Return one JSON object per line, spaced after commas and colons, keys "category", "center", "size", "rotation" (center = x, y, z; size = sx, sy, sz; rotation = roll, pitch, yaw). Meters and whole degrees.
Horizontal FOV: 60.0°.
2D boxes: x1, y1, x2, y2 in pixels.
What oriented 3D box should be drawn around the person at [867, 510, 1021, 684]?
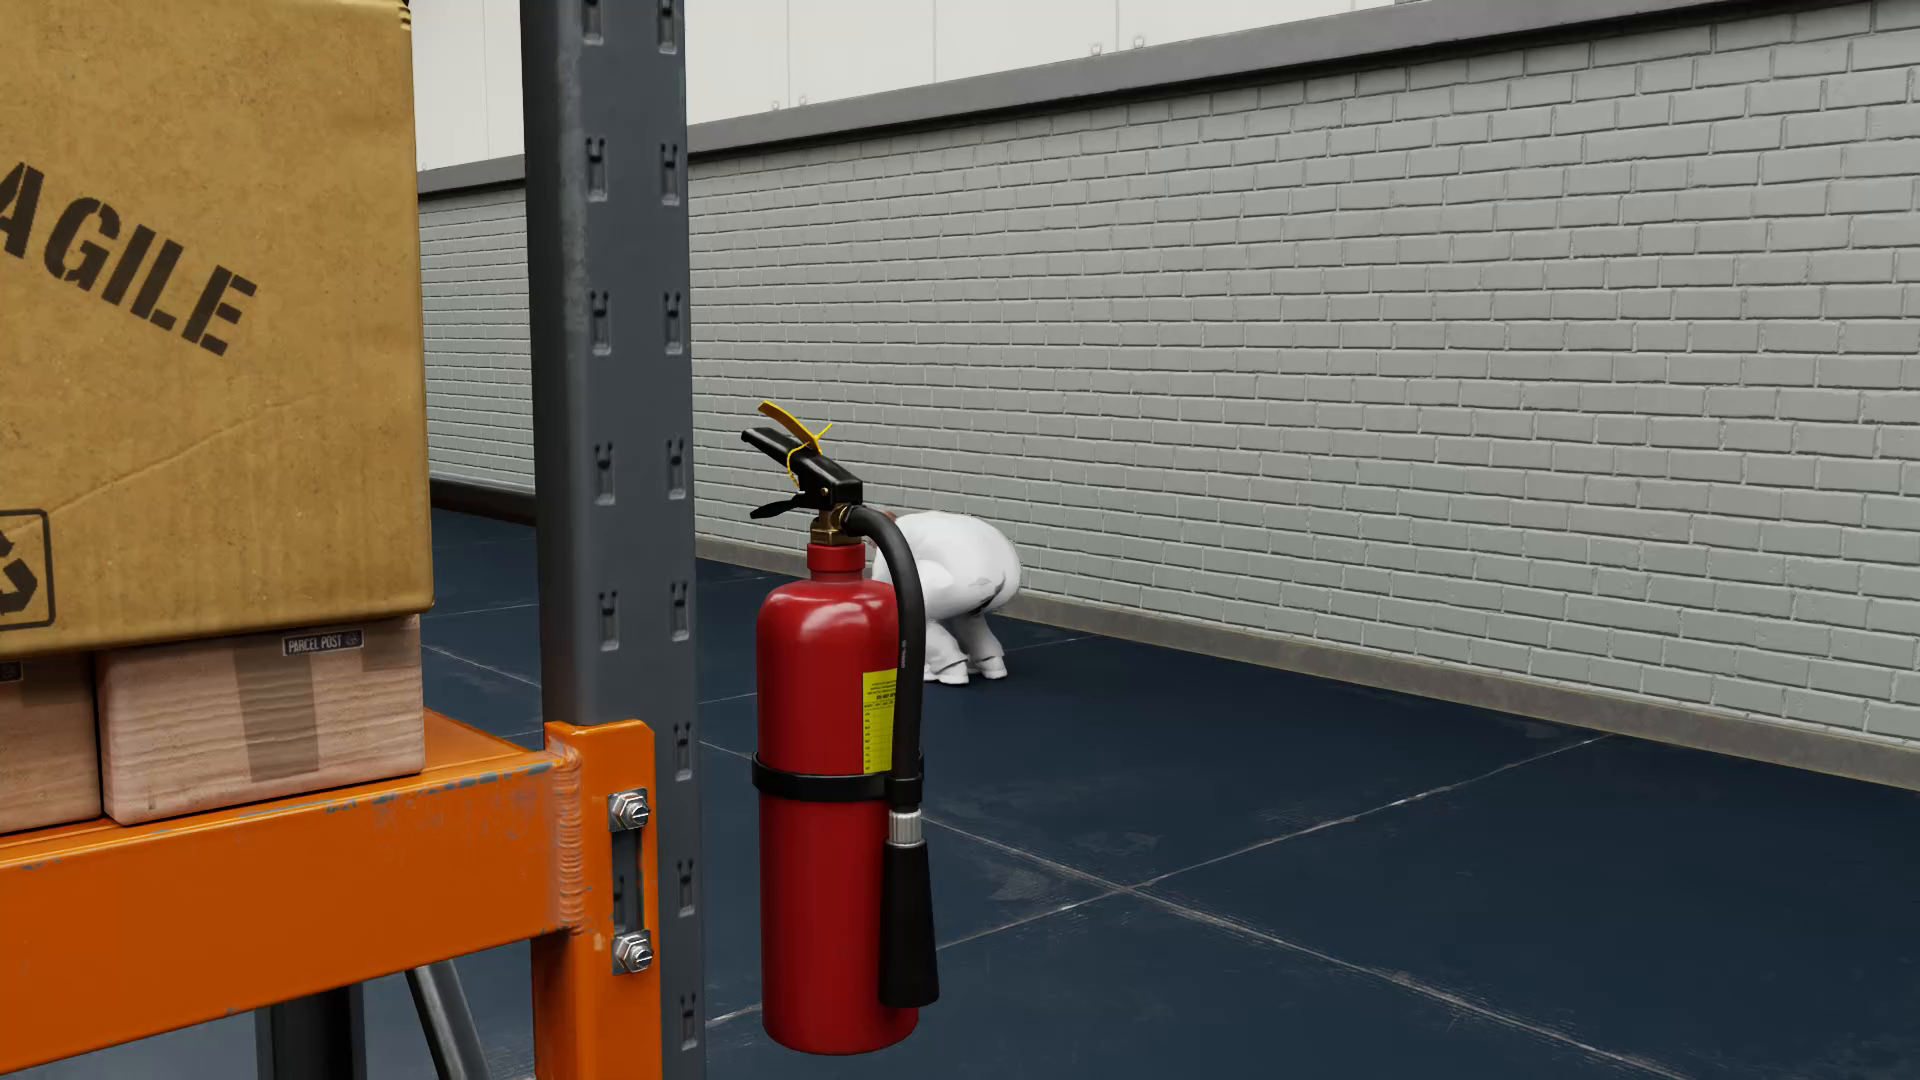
{"category": "person", "center": [-0.109, 0.274, 8.165], "size": [0.577, 0.811, 0.942], "rotation": [-7, 10, -42]}
